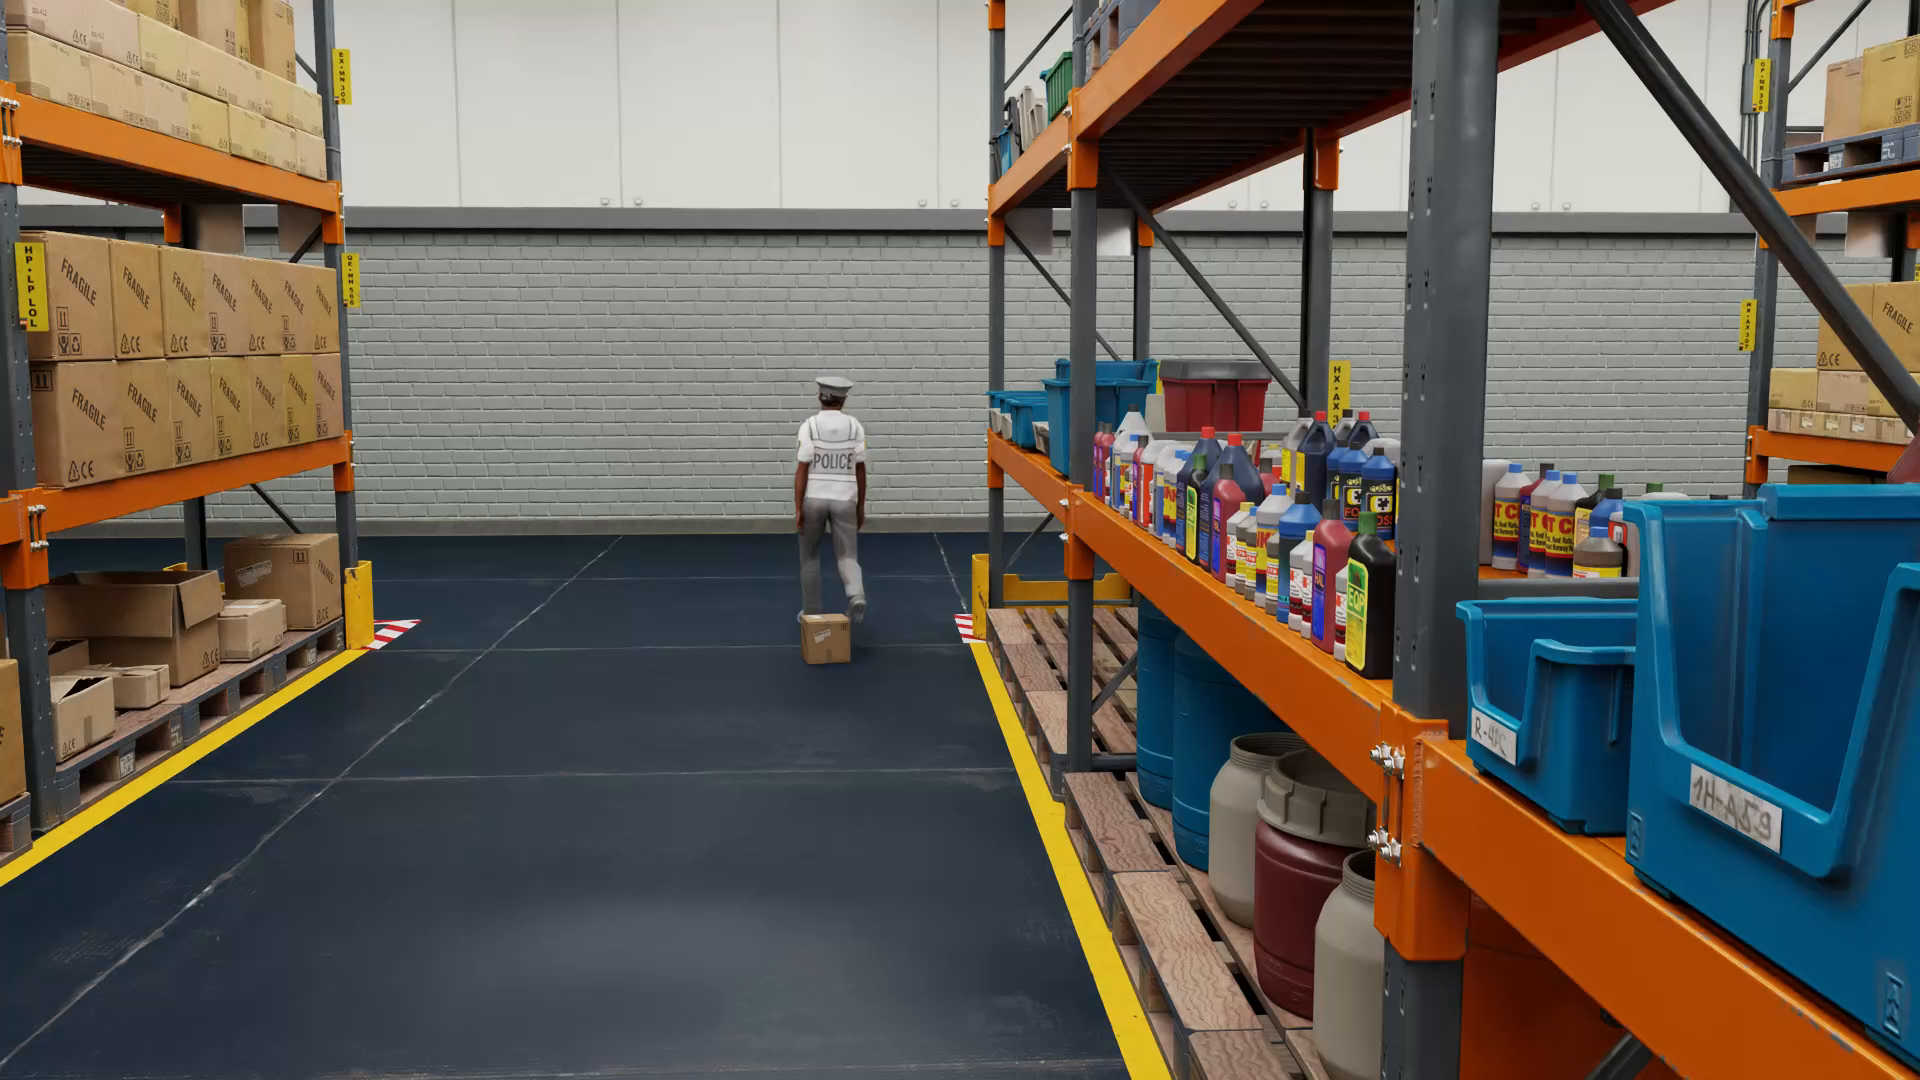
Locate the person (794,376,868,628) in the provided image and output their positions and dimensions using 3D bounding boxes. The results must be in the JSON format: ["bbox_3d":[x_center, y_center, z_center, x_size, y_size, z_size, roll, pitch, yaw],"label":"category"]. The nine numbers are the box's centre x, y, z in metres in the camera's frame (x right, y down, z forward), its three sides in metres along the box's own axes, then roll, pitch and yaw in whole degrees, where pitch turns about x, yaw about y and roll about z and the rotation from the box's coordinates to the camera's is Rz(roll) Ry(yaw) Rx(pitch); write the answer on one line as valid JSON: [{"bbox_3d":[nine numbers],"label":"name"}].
[{"bbox_3d":[-0.816,-0.217,10.532,0.479,1.626,0.847,-2,7,-15],"label":"person"}]
